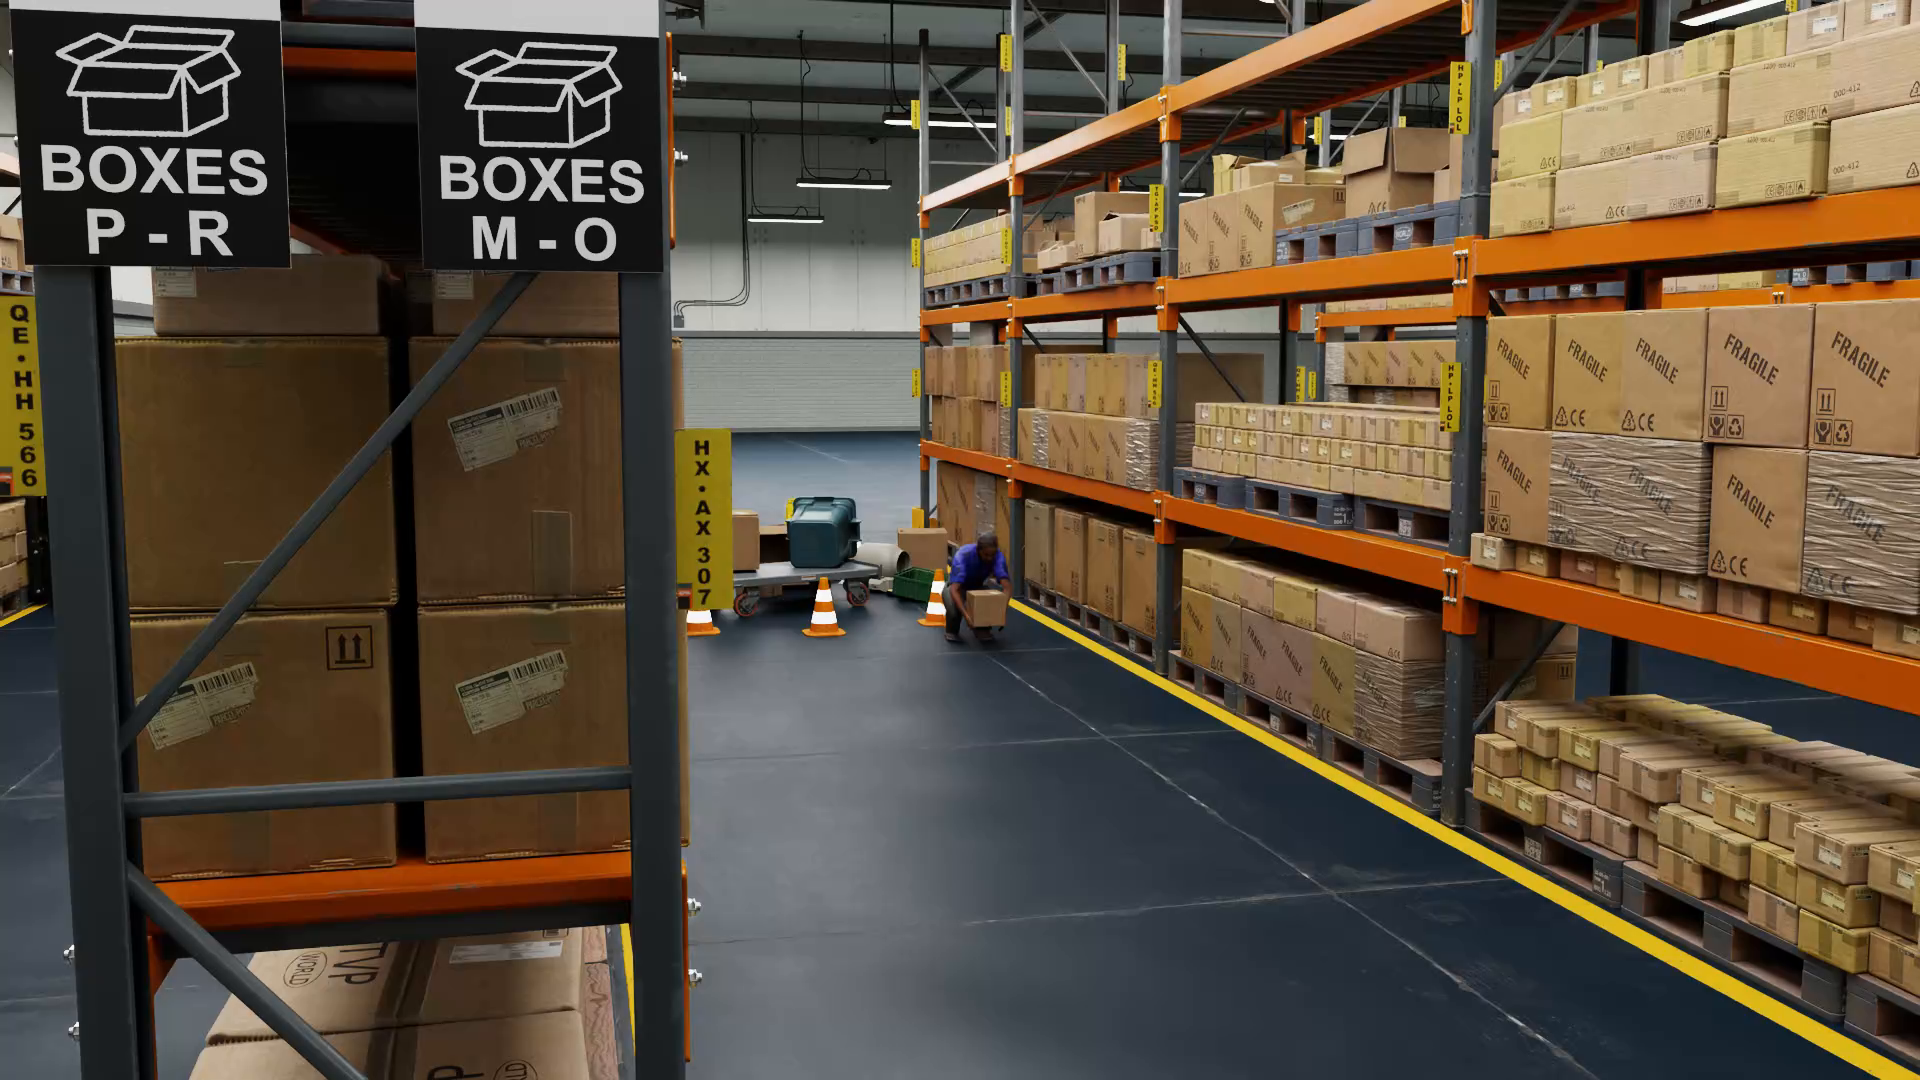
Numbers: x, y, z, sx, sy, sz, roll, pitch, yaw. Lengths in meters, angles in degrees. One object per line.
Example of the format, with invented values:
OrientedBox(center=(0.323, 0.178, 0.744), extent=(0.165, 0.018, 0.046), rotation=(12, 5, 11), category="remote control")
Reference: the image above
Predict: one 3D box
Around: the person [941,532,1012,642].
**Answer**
OrientedBox(center=(0.124, 0.372, 13.273), extent=(0.503, 0.919, 0.828), rotation=(-2, 6, -14), category="person")
